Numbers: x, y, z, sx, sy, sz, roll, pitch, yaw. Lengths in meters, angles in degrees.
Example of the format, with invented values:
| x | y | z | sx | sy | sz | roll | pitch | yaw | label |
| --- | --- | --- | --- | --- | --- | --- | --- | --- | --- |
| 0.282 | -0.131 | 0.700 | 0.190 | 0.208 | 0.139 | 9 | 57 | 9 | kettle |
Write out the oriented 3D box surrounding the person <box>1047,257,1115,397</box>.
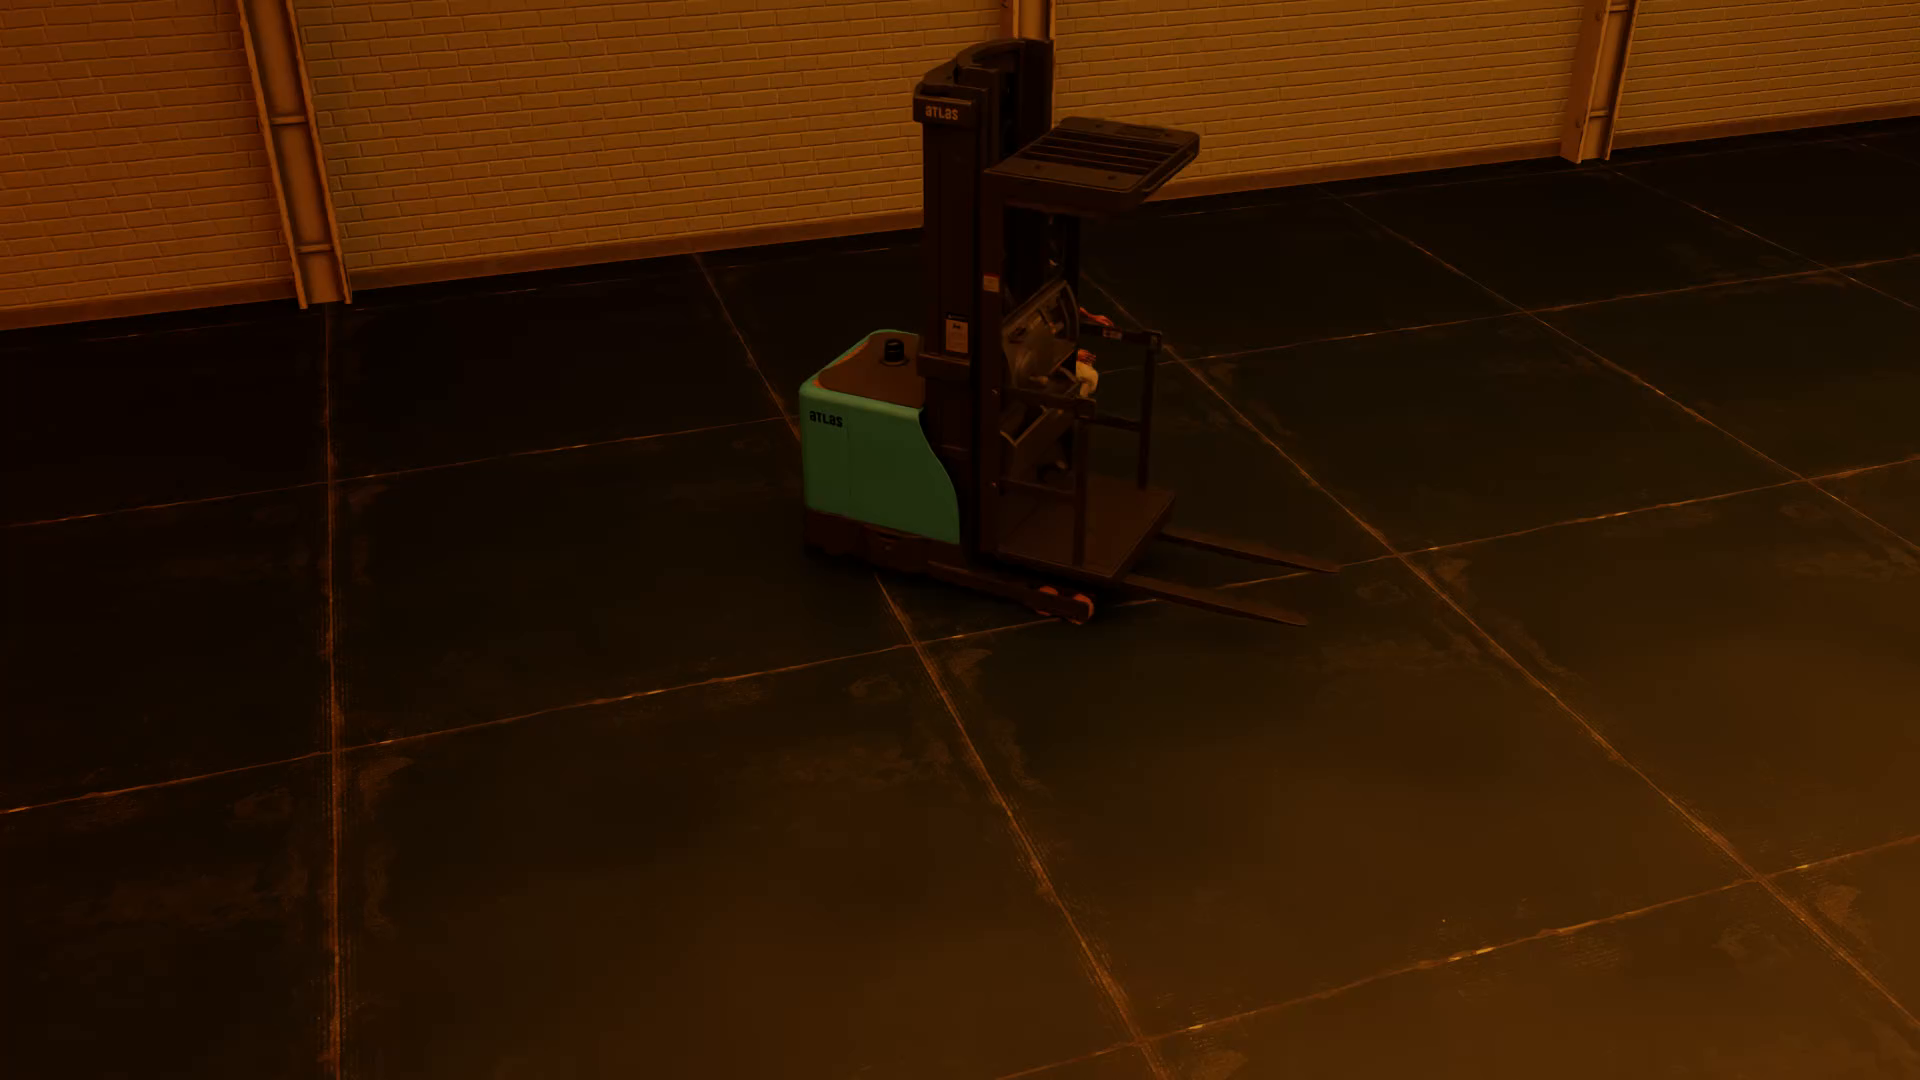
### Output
| x | y | z | sx | sy | sz | roll | pitch | yaw | label |
| --- | --- | --- | --- | --- | --- | --- | --- | --- | --- |
| 0.574 | -1.090 | 10.466 | 0.751 | 1.442 | 0.858 | 18 | 34 | 28 | person |

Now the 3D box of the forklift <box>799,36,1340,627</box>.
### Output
| x | y | z | sx | sy | sz | roll | pitch | yaw | label |
| --- | --- | --- | --- | --- | --- | --- | --- | --- | --- |
| 0.624 | -1.105 | 9.007 | 3.031 | 2.935 | 1.130 | 14 | 33 | 22 | forklift |
